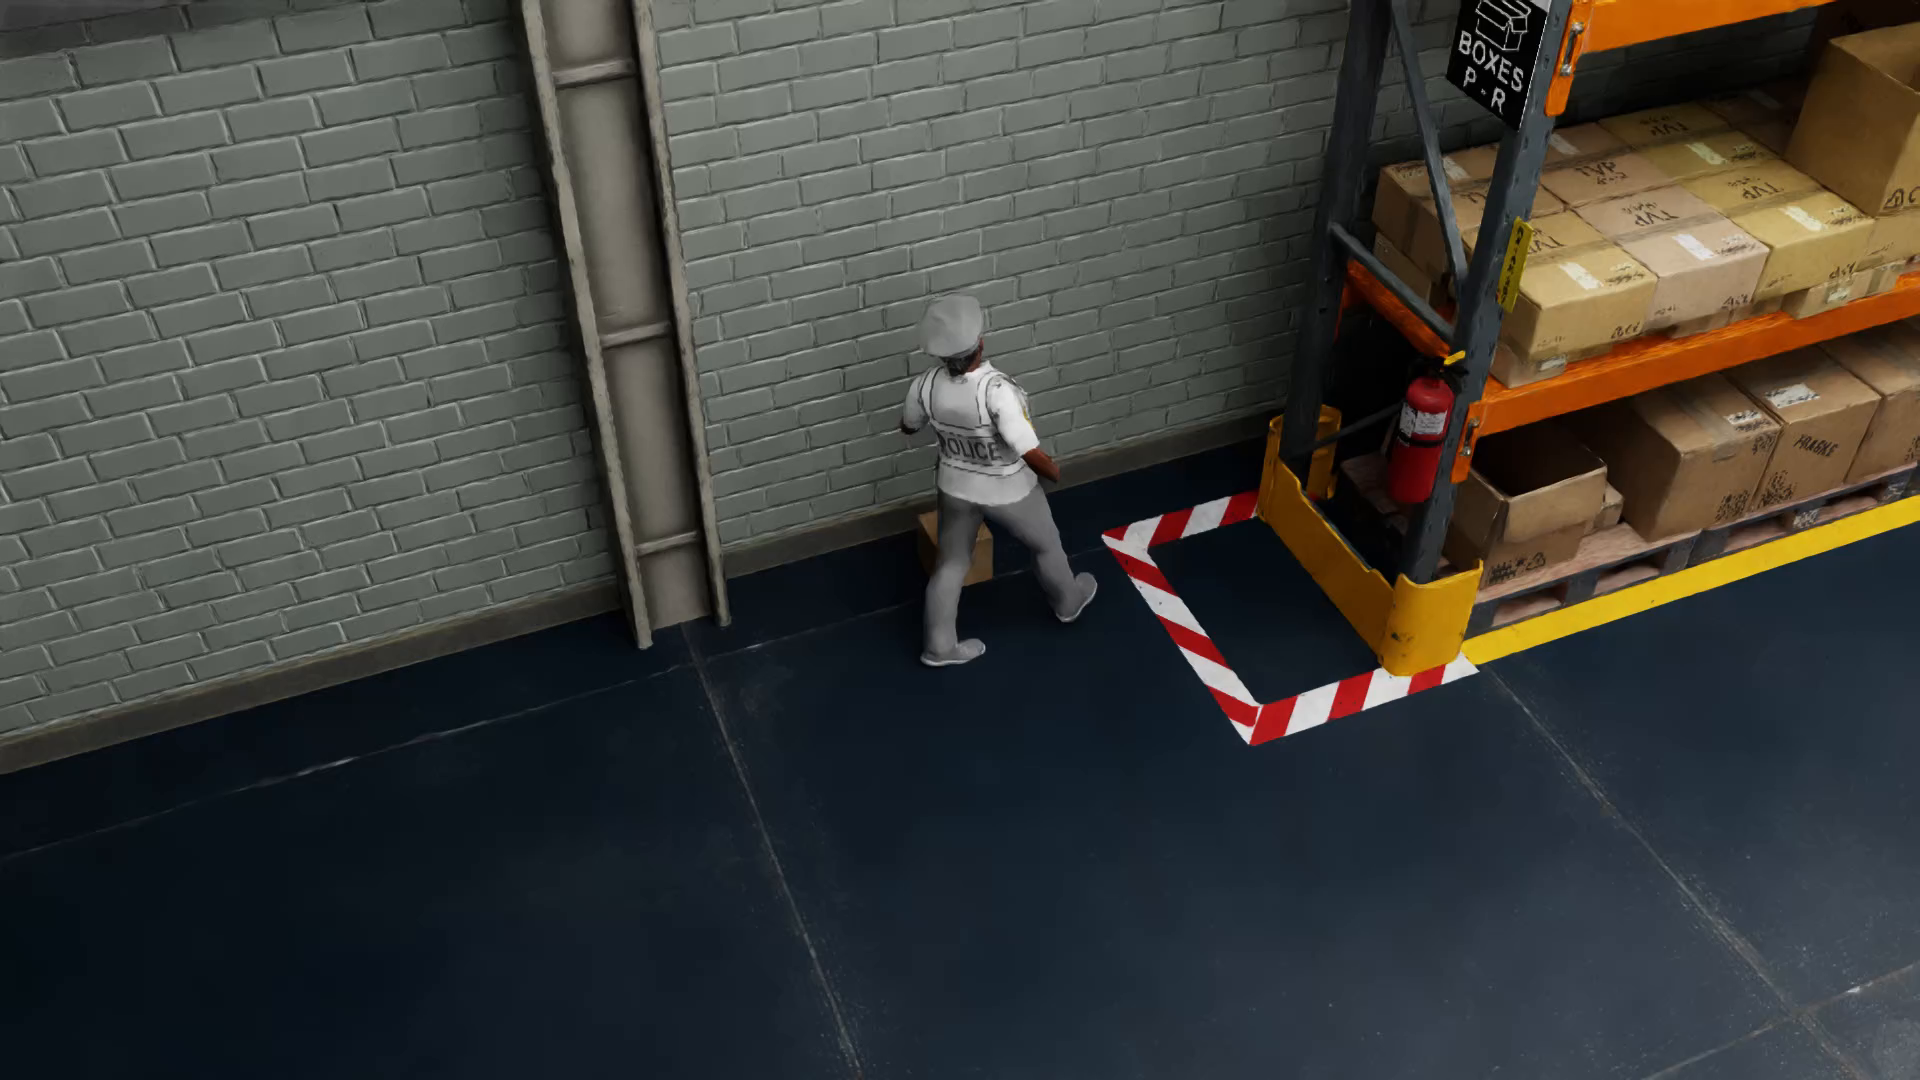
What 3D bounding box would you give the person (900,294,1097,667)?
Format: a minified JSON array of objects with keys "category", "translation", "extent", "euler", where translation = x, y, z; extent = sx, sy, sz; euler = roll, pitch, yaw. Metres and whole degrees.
[{"category":"person","translation":[0.143,-0.258,6.453],"extent":[0.691,1.702,0.734],"euler":[17,45,18]}]
